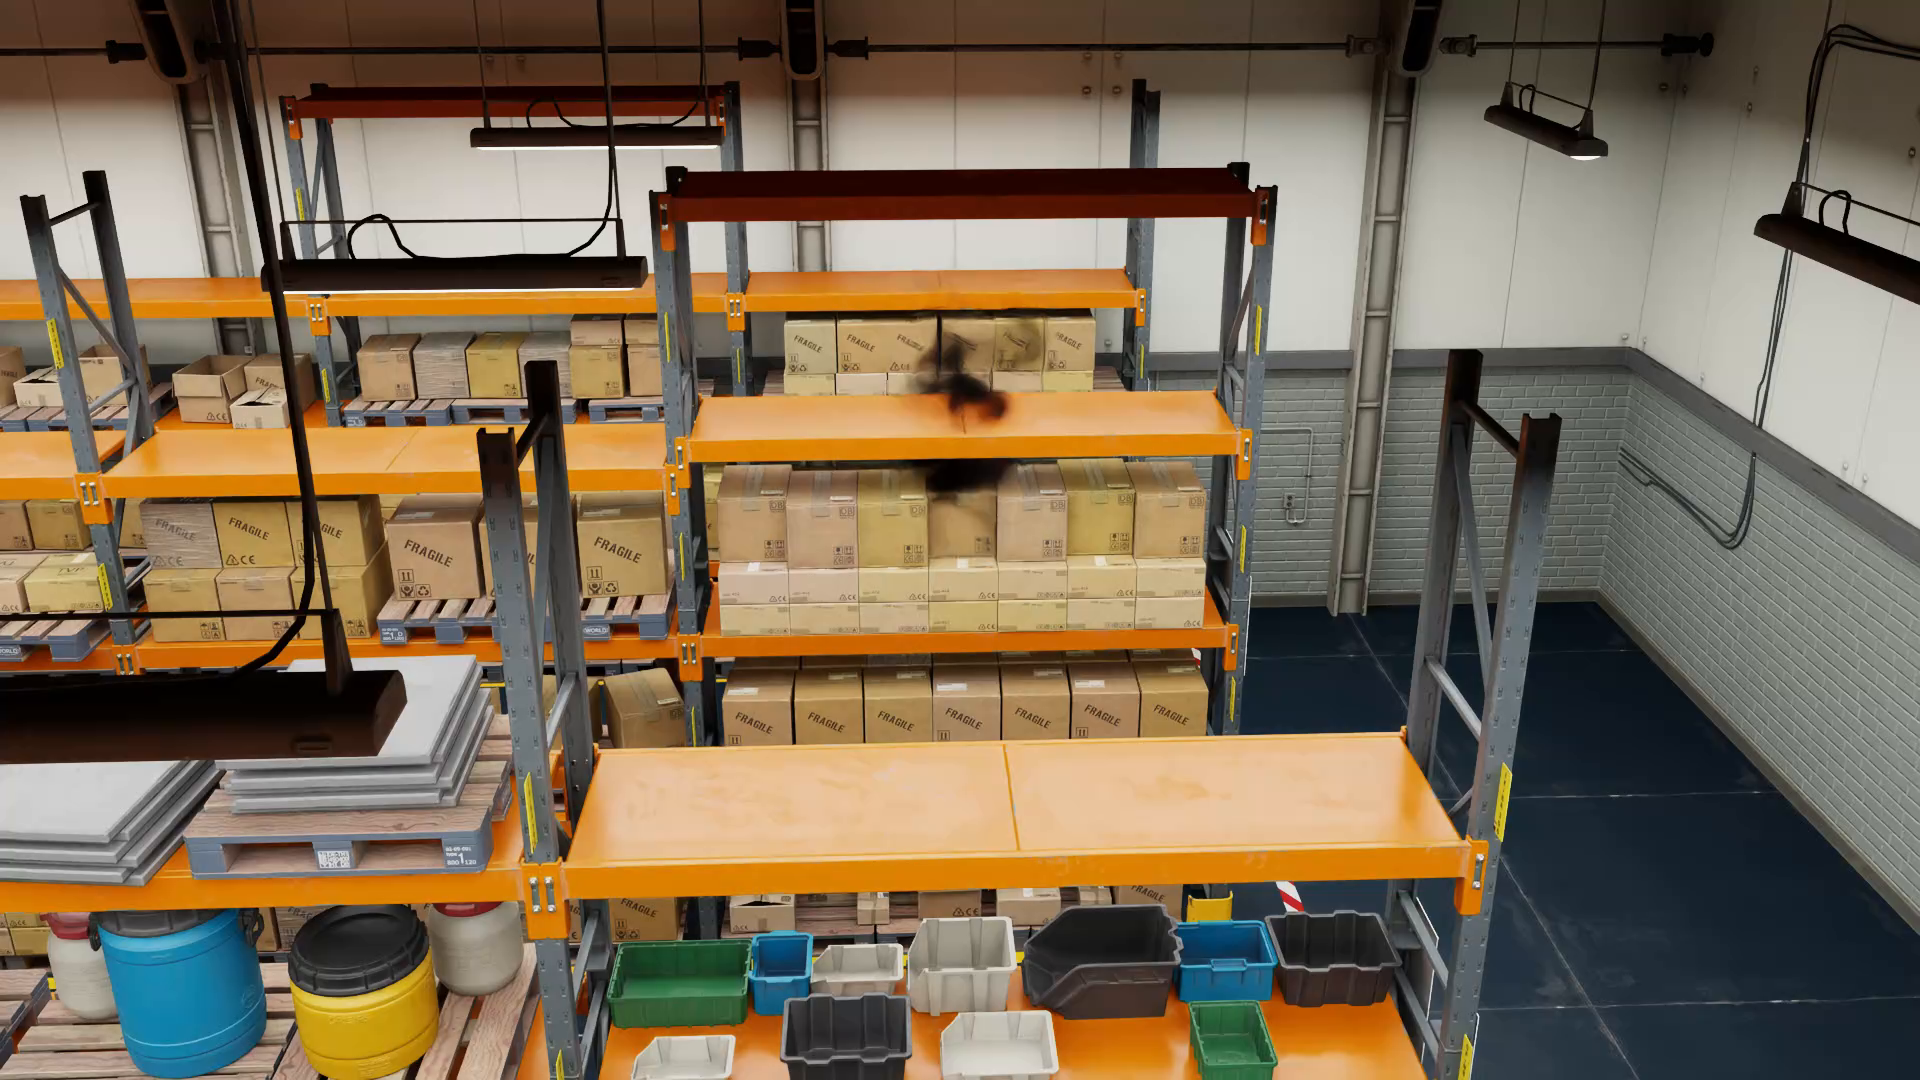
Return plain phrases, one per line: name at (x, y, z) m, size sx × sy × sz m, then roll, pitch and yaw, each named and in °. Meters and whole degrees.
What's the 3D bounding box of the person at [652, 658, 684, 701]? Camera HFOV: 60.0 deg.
person at (-2.639, 1.290, 15.283) m, size 0.789 × 1.680 × 0.682 m, roll -2°, pitch 22°, yaw -5°
